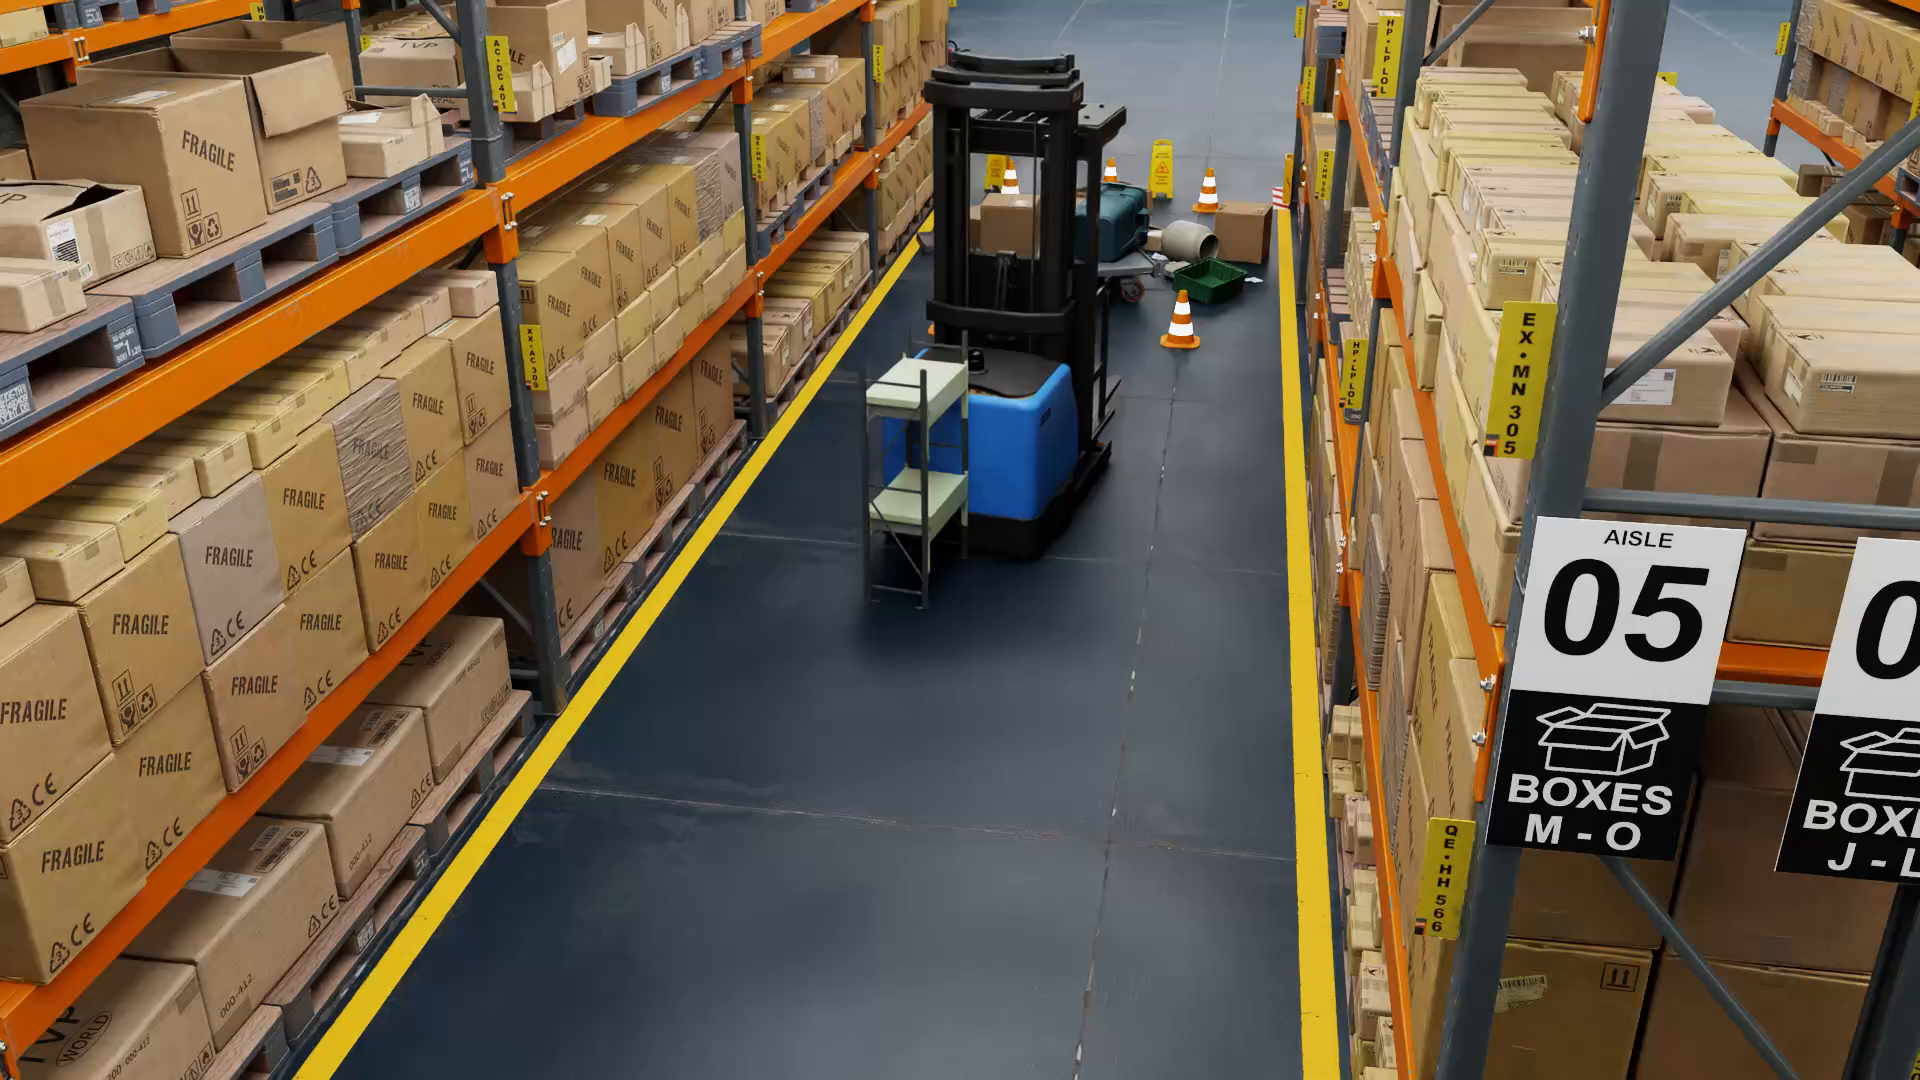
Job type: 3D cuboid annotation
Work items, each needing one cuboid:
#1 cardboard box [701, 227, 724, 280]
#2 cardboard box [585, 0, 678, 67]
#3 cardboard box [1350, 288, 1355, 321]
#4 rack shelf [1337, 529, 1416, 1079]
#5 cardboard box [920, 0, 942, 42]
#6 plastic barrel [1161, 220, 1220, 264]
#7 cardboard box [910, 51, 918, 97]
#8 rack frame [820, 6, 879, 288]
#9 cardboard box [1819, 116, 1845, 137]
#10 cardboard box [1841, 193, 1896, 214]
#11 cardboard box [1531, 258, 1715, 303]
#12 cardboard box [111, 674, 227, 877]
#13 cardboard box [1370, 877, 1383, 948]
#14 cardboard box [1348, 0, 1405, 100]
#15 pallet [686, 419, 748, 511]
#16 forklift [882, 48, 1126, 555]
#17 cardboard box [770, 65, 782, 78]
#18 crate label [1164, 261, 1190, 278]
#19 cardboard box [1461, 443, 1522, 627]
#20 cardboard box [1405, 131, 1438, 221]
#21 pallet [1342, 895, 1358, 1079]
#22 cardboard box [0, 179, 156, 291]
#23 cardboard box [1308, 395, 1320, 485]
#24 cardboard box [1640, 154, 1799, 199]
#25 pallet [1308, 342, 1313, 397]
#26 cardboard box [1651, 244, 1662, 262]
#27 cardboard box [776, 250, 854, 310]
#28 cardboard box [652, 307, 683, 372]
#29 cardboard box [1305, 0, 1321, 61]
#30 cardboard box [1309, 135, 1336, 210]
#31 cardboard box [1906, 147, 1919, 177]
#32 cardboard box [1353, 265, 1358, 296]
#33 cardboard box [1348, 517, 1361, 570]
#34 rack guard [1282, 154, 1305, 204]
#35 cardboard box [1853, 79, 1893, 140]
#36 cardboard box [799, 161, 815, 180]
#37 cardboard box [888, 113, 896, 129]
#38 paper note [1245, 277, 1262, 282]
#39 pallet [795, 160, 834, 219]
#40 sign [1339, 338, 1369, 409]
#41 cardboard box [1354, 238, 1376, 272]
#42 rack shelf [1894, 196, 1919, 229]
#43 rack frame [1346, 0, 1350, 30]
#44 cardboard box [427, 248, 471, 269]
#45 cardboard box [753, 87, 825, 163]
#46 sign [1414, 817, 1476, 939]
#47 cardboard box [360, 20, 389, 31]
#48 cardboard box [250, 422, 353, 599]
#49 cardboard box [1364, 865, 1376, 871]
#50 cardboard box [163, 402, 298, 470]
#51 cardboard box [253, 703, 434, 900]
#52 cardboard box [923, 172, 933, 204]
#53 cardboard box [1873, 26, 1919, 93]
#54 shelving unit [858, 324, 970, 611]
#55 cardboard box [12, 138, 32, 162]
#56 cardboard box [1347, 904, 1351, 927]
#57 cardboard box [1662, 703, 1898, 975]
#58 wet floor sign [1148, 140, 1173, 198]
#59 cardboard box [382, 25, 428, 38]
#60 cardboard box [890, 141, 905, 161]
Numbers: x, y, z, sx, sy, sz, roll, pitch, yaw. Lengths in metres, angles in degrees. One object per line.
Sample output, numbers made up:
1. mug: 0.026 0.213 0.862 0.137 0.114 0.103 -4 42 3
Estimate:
1. cardboard box: -1.847 -1.878 10.812 0.500 0.250 0.500 3 25 7
2. cardboard box: -1.940 -2.992 9.451 0.500 0.500 0.500 4 25 9
3. cardboard box: 2.559 -1.419 10.045 0.380 0.149 0.250 5 26 11
4. rack shelf: 1.981 0.981 5.964 1.077 0.370 4.000 4 25 9
5. cardboard box: -0.571 -5.473 17.256 0.700 0.500 0.500 4 25 8
6. plastic barrel: 2.287 -2.941 16.534 0.421 0.421 0.512 -20 32 -36
7. cardboard box: -0.721 -4.806 17.010 0.500 0.500 0.500 4 25 9
8. rack frame: -1.285 -3.828 15.389 1.000 3.000 0.127 4 25 9
9. cardboard box: 8.523 -3.977 16.004 0.380 0.149 0.250 4 25 9
10. cardboard box: 8.842 -3.099 16.286 0.500 0.500 0.500 6 26 13
11. cardboard box: 1.597 -0.569 4.006 0.380 0.149 0.250 3 25 7
12. cardboard box: -2.829 0.751 5.488 0.500 0.500 0.500 4 25 8
13. cardboard box: 1.767 1.432 6.318 0.380 0.149 0.250 4 25 9
14. cardboard box: 2.531 -2.828 9.597 0.500 0.500 0.500 4 25 9
15. pallet: -2.141 -0.567 11.713 1.003 0.211 1.213 4 25 9
16. forklift: 0.450 -1.835 11.213 1.130 2.935 3.031 8 26 17
17. cardboard box: -1.725 -3.812 14.392 0.500 0.500 0.500 4 25 9
18. crate label: 2.144 -2.621 16.188 0.298 0.136 0.250 -14 29 -27
19. cardboard box: 1.468 -0.007 3.866 0.500 0.250 0.500 3 25 7
20. cardboard box: 1.906 -1.305 6.049 0.500 0.250 0.500 4 25 8
21. pallet: 2.036 1.877 6.491 1.003 0.211 1.213 4 25 9
22. cardboard box: -2.952 -0.985 5.270 0.500 0.311 0.500 4 25 9
23. cardboard box: 2.595 -0.634 11.019 0.500 0.500 0.500 3 25 6
24. cardboard box: 2.320 -1.079 5.095 0.380 0.149 0.250 4 25 8
25. pallet: 3.367 -1.424 13.544 1.003 0.211 1.213 4 25 9
26. cardboard box: 2.161 -0.620 4.584 0.500 0.250 0.500 4 25 9
27. cardboard box: -1.482 -2.307 14.745 0.950 0.372 0.625 6 26 12
28. cardboard box: -1.986 -1.218 9.990 0.500 0.250 0.500 4 25 8
29. cardboard box: 3.946 -5.143 16.749 0.875 0.550 0.550 4 25 9
30. cardboard box: 3.098 -2.951 13.398 0.500 0.500 0.500 4 25 8
31. cardboard box: 8.224 -3.280 13.017 1.000 1.000 1.000 4 25 9
32. cardboard box: 2.561 -1.546 9.965 0.380 0.149 0.250 4 25 9
33. cardboard box: 1.939 0.028 7.447 0.380 0.149 0.250 5 26 10
34. rack guard: 4.273 -4.078 18.872 1.175 0.500 0.348 4 25 9
35. cardboard box: 8.726 -3.928 15.134 0.875 0.500 0.500 4 25 9
36. cardboard box: -1.390 -3.027 13.479 0.380 0.149 0.250 5 26 10
37. cardboard box: -0.838 -4.147 16.367 0.380 0.149 0.250 5 26 10
38. paper note: 2.832 -2.527 16.111 0.147 0.020 0.142 -14 29 -27
39. pallet: -1.655 -2.899 13.631 1.003 0.211 1.213 4 25 9
40. sign: 1.760 -0.742 7.432 0.100 0.325 0.005 4 25 9
41. cardboard box: 2.565 -1.694 9.931 0.380 0.149 0.250 3 25 6
42. rack shelf: 8.165 -1.979 12.288 1.077 0.370 4.000 4 25 9
43. rack frame: 2.962 -4.571 9.901 1.000 3.000 0.127 4 25 9
44. cardboard box: -2.767 -1.184 8.444 0.500 0.500 0.500 5 26 10
45. cardboard box: -1.389 -3.347 13.398 0.500 0.500 0.500 3 25 7
46. sign: 1.110 0.777 3.812 0.100 0.325 0.005 4 25 9
47. cardboard box: -6.187 -5.332 17.368 0.380 0.149 0.250 4 25 8
48. cardboard box: -2.652 -0.129 6.190 0.500 0.500 0.500 4 25 9
49. cardboard box: 1.861 1.357 6.829 0.380 0.149 0.250 5 26 11
50. cardboard box: -2.620 -0.376 5.952 0.380 0.149 0.250 3 25 7
51. cardboard box: -2.946 1.118 7.350 0.875 0.438 0.875 3 25 7
52. cardboard box: -0.590 -3.873 18.233 0.500 0.250 0.500 4 25 9
53. cardboard box: 8.375 -4.190 14.516 0.500 0.500 0.500 4 25 9
54. shelving unit: -0.260 -0.437 9.914 0.431 1.500 0.755 8 26 17
55. cardboard box: -6.982 -2.986 12.708 0.380 0.149 0.250 5 26 10
56. cardboard box: 1.760 1.595 6.671 0.380 0.149 0.250 3 25 7
57. cardboard box: 1.990 0.690 4.090 0.500 0.500 0.500 4 25 8
58. wet floor sign: 2.320 -4.283 19.139 0.267 0.644 0.232 0 25 -1
59. cardboard box: -5.692 -5.190 17.067 0.380 0.149 0.250 4 25 8
60. cardboard box: -0.760 -3.897 16.636 0.380 0.149 0.250 5 26 11
